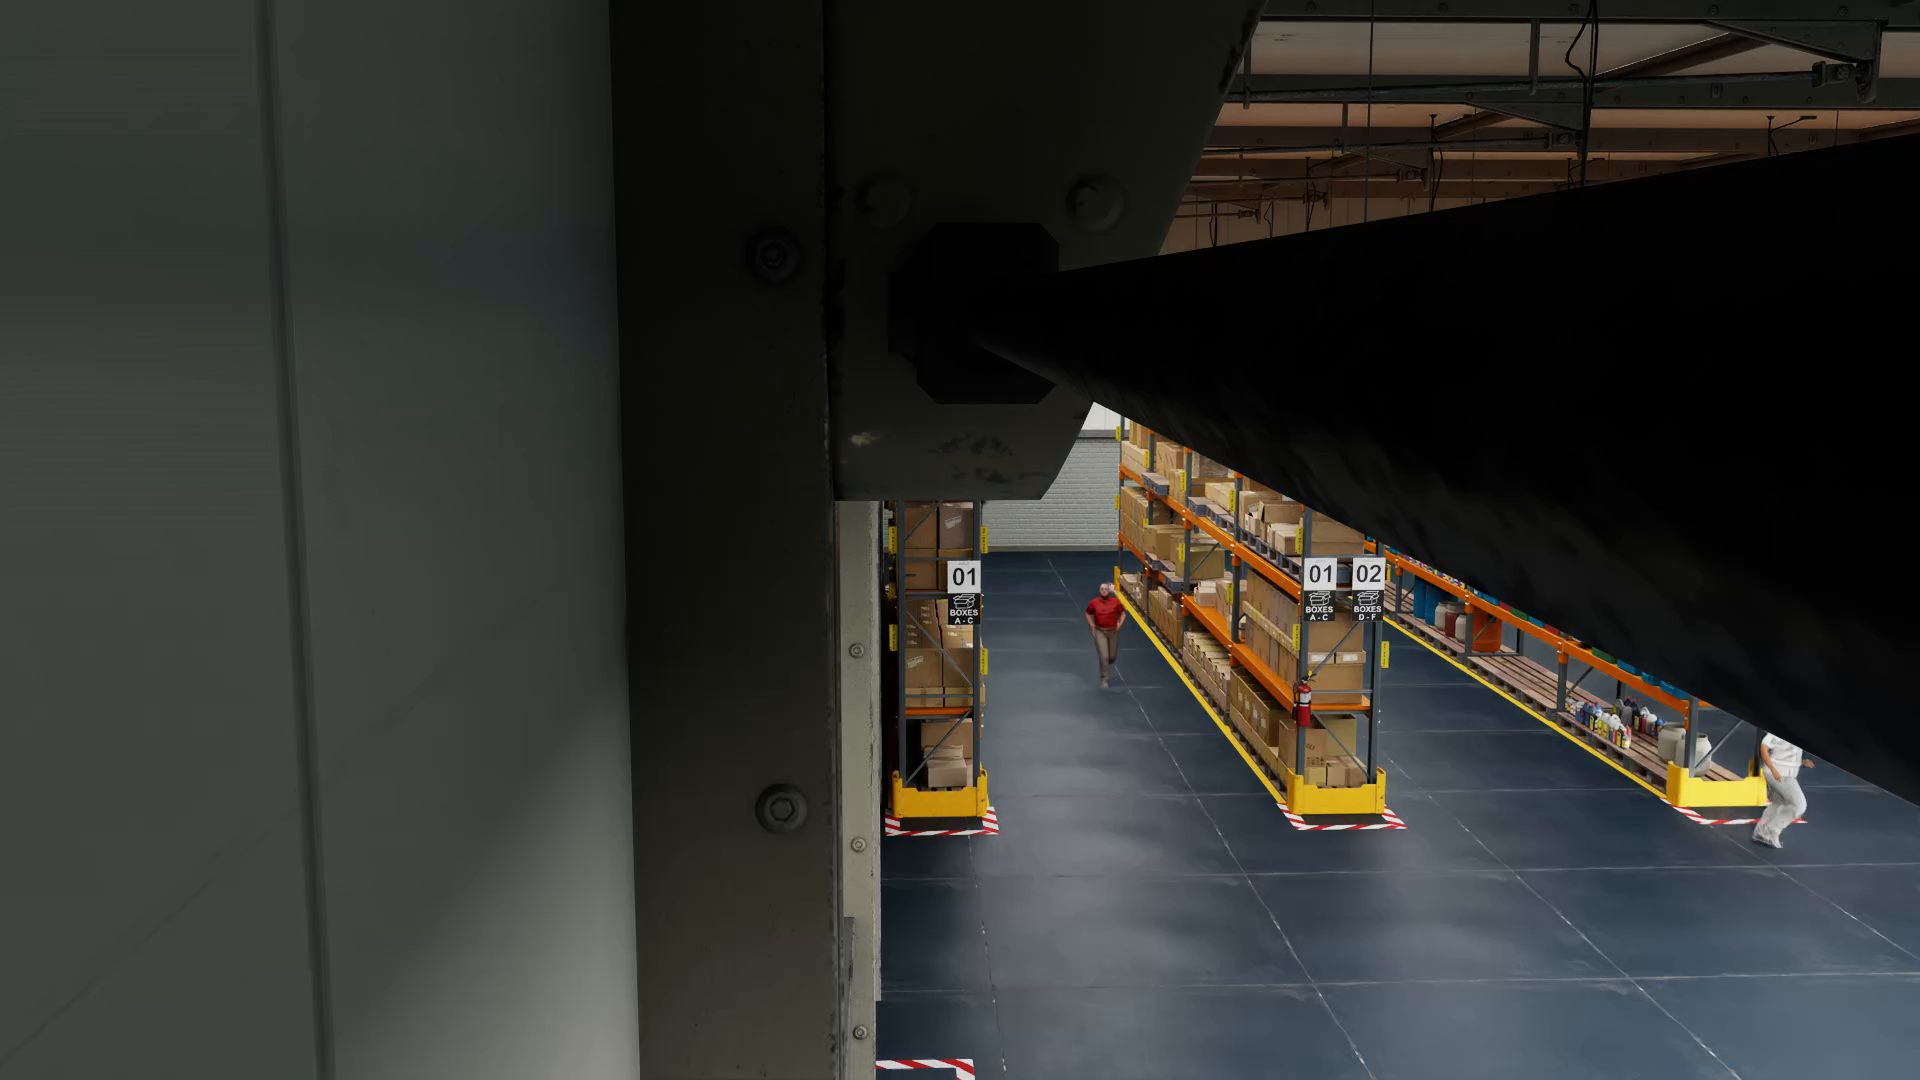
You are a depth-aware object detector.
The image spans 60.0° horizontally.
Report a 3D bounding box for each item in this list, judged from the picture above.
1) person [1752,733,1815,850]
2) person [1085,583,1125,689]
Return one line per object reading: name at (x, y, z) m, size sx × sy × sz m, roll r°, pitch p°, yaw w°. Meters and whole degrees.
person at (9.615, 2.756, 19.373) m, size 0.591 × 1.642 × 0.584 m, roll 5°, pitch 10°, yaw 32°
person at (2.404, 1.556, 27.496) m, size 0.657 × 1.717 × 0.719 m, roll 0°, pitch 8°, yaw -2°
